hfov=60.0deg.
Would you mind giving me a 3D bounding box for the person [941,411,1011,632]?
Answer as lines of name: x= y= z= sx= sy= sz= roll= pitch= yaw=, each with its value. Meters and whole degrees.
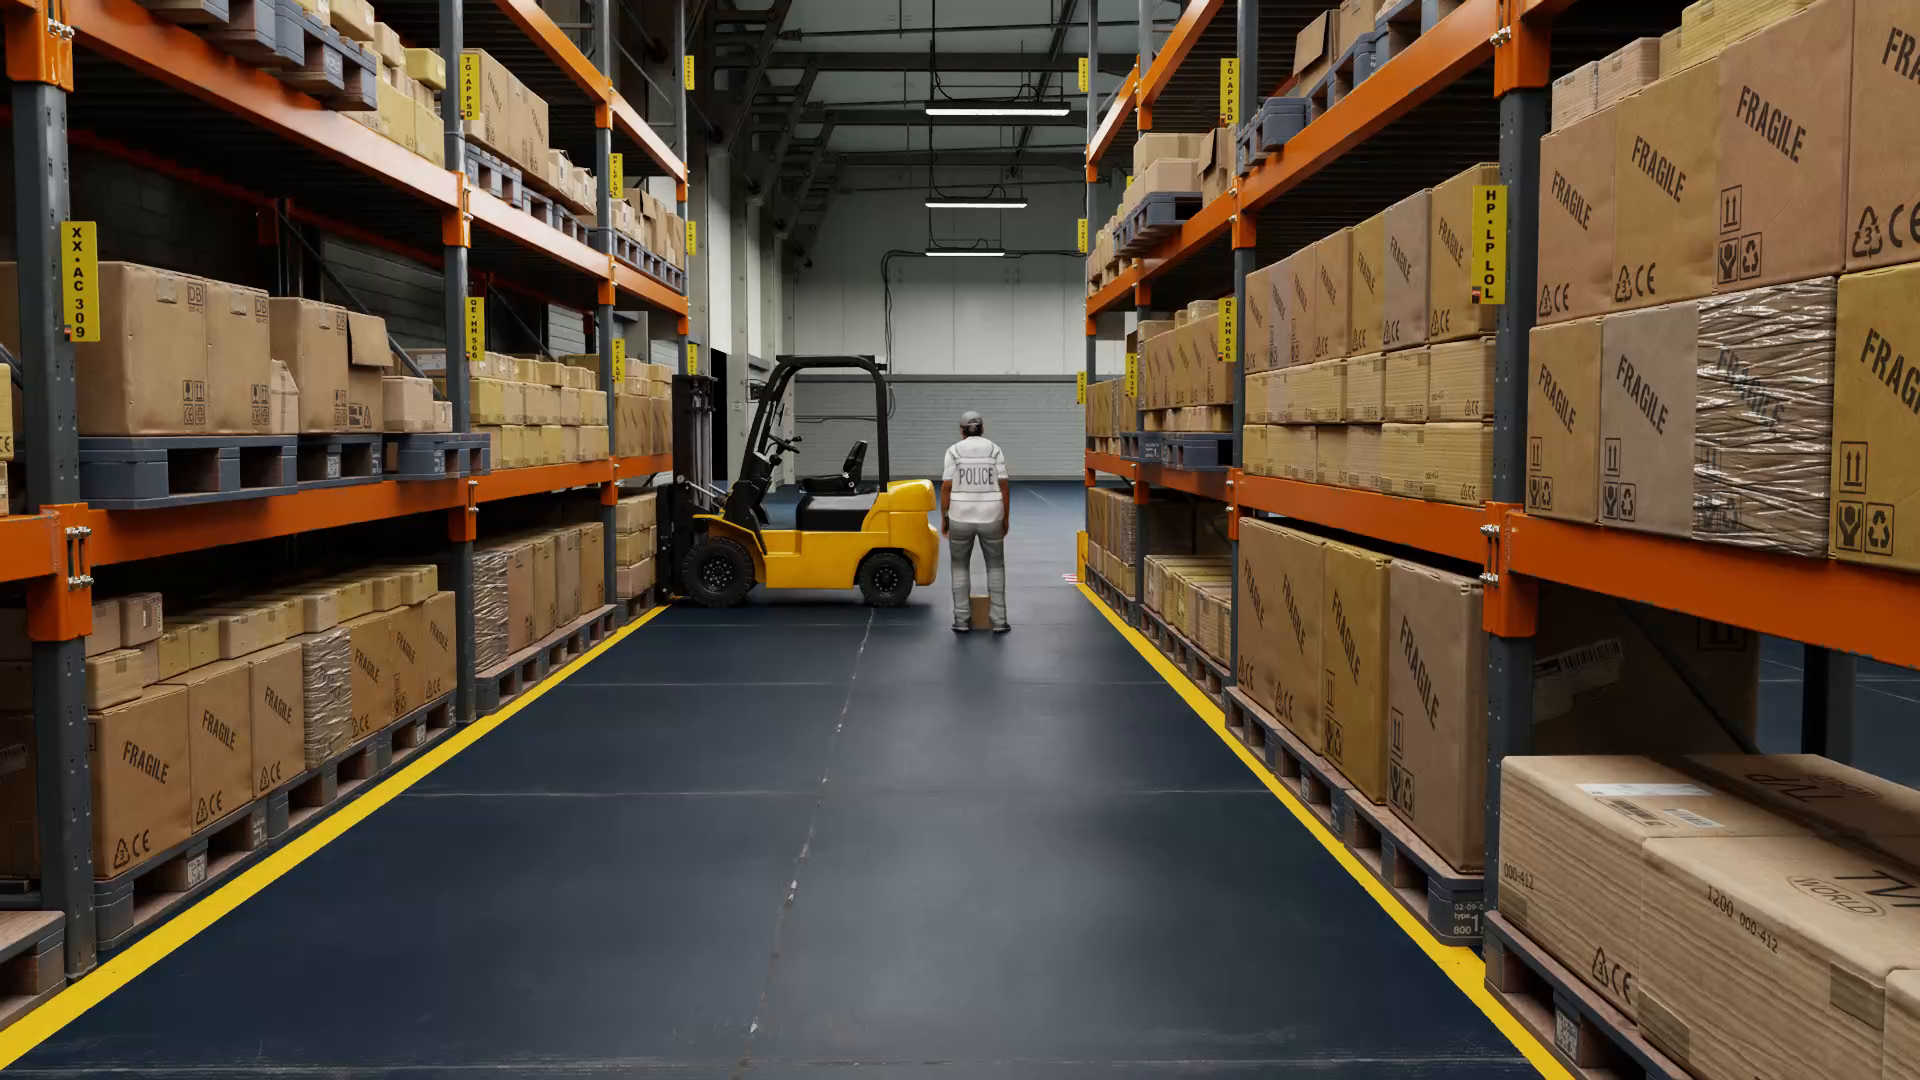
person: x=0.124 y=-0.139 z=12.524 sx=0.548 sy=1.664 sz=0.468 roll=0 pitch=4 yaw=-4
